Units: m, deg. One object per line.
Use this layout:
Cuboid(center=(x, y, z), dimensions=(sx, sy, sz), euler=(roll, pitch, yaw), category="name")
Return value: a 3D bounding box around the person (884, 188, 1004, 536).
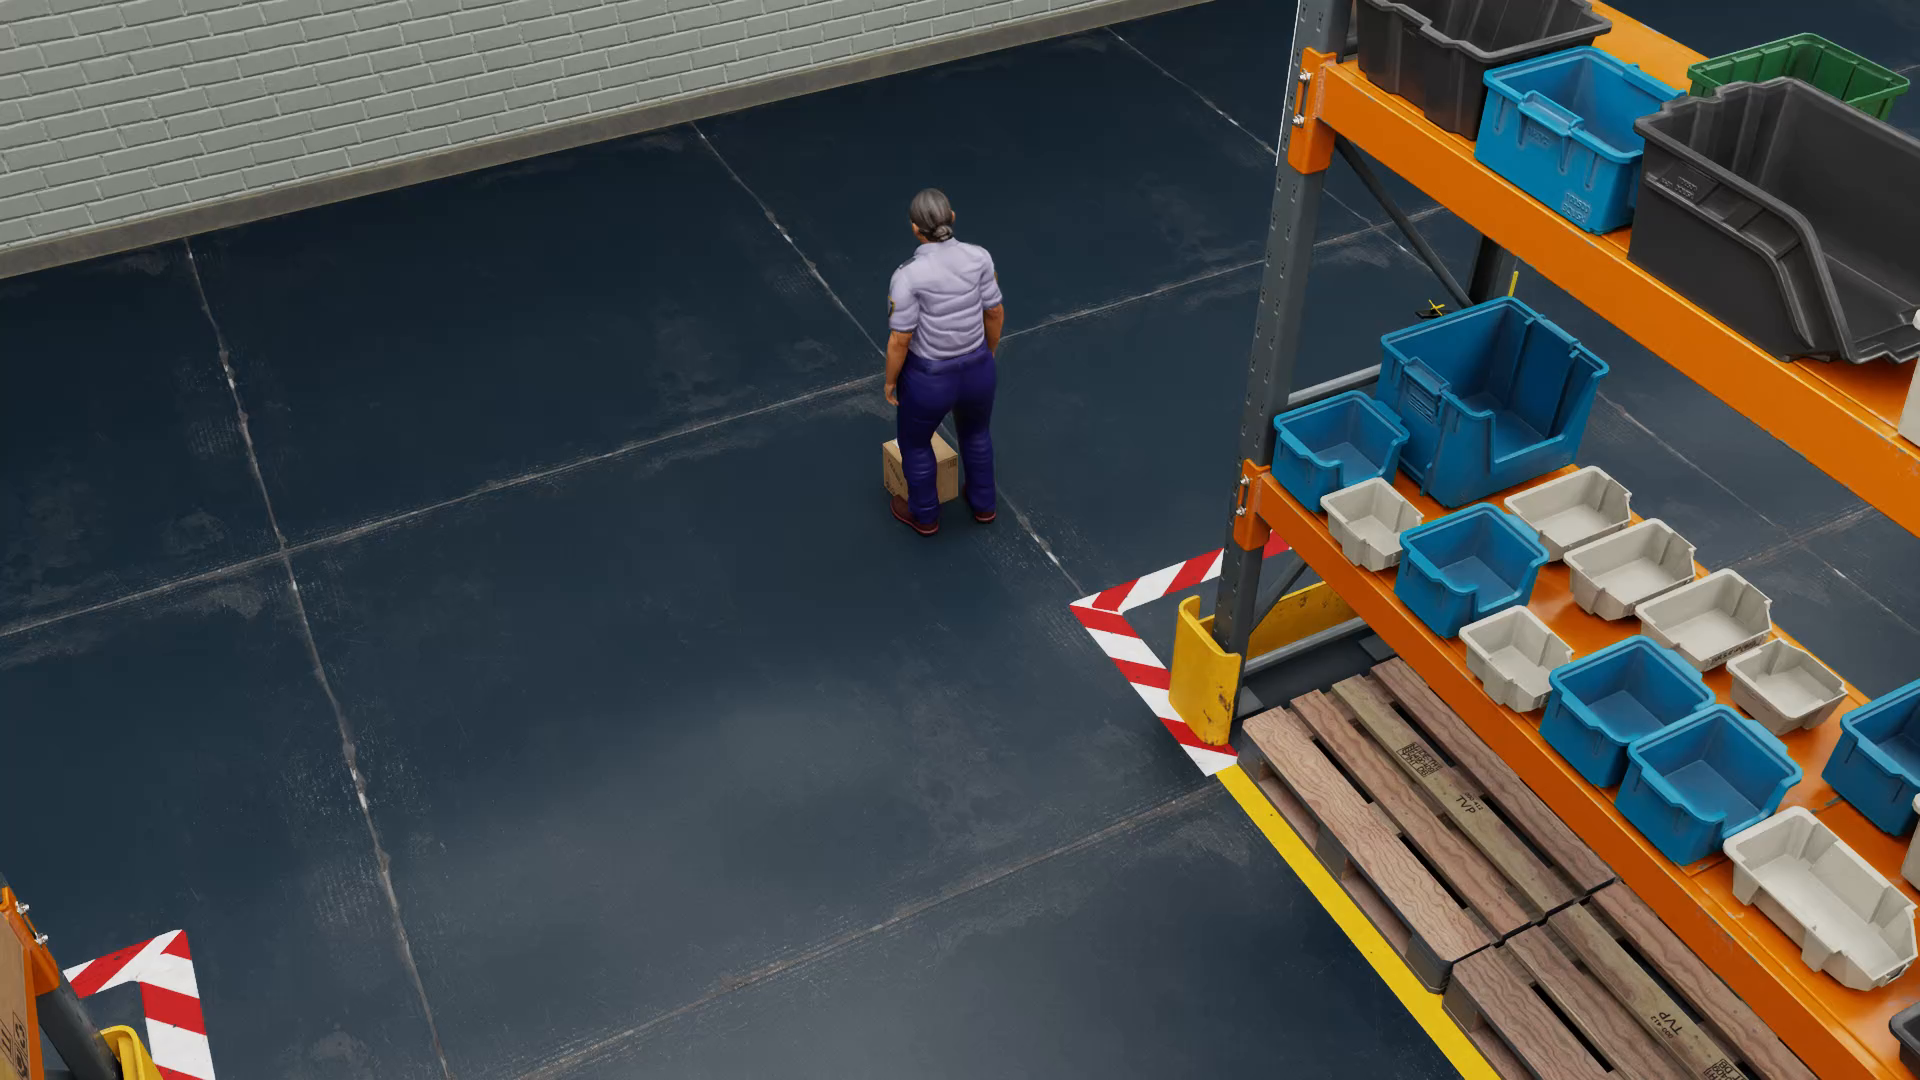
Cuboid(center=(-0.074, -0.717, 6.974), dimensions=(0.538, 1.652, 0.413), euler=(-19, 45, -20), category="person")
